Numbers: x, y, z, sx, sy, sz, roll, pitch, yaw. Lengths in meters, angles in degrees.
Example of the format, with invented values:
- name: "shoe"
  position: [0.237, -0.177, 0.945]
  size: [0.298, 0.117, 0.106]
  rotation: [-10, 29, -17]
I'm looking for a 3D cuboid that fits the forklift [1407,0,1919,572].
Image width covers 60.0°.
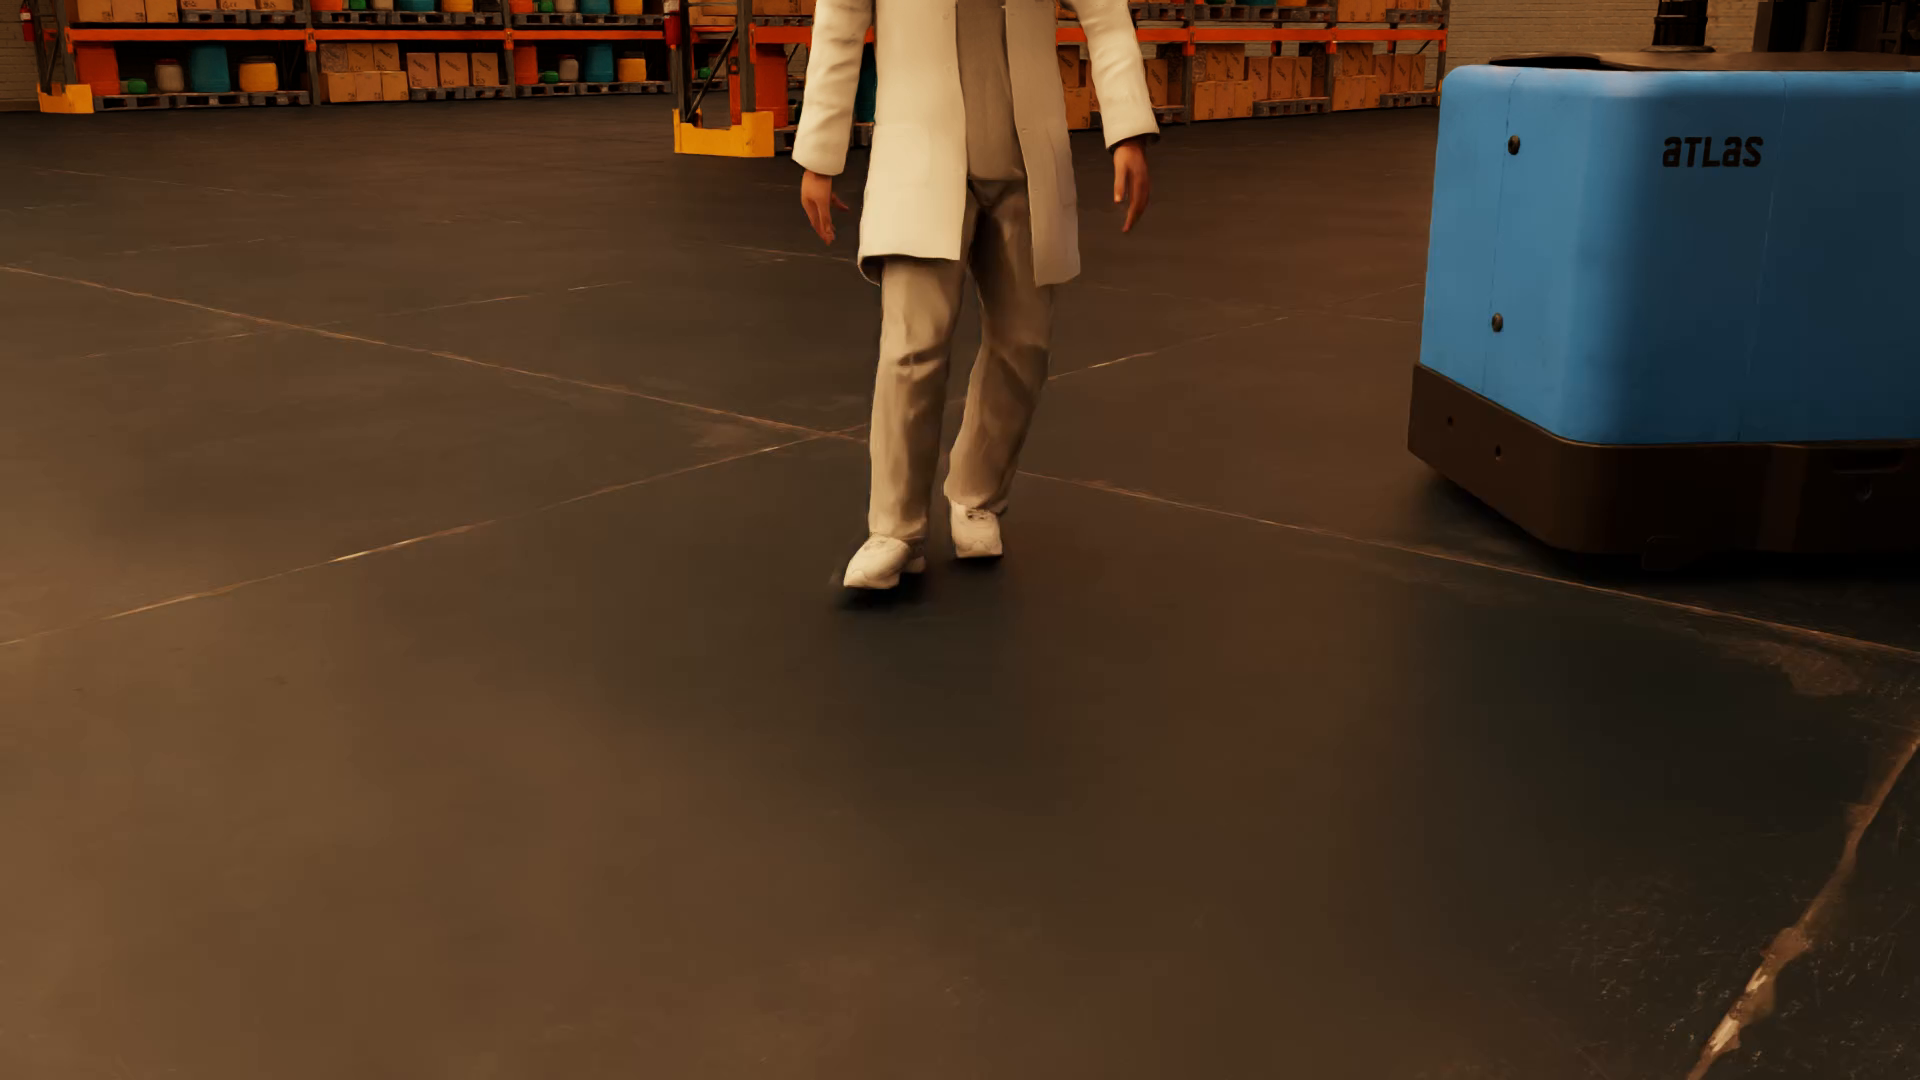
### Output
- name: "forklift"
  position: [2.756, -1.490, 3.805]
  size: [3.031, 2.935, 1.130]
  rotation: [-2, 17, -5]

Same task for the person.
- name: "person"
  position: [0.016, -0.785, 3.538]
  size: [0.719, 1.748, 0.604]
  rotation: [-5, 17, -15]
